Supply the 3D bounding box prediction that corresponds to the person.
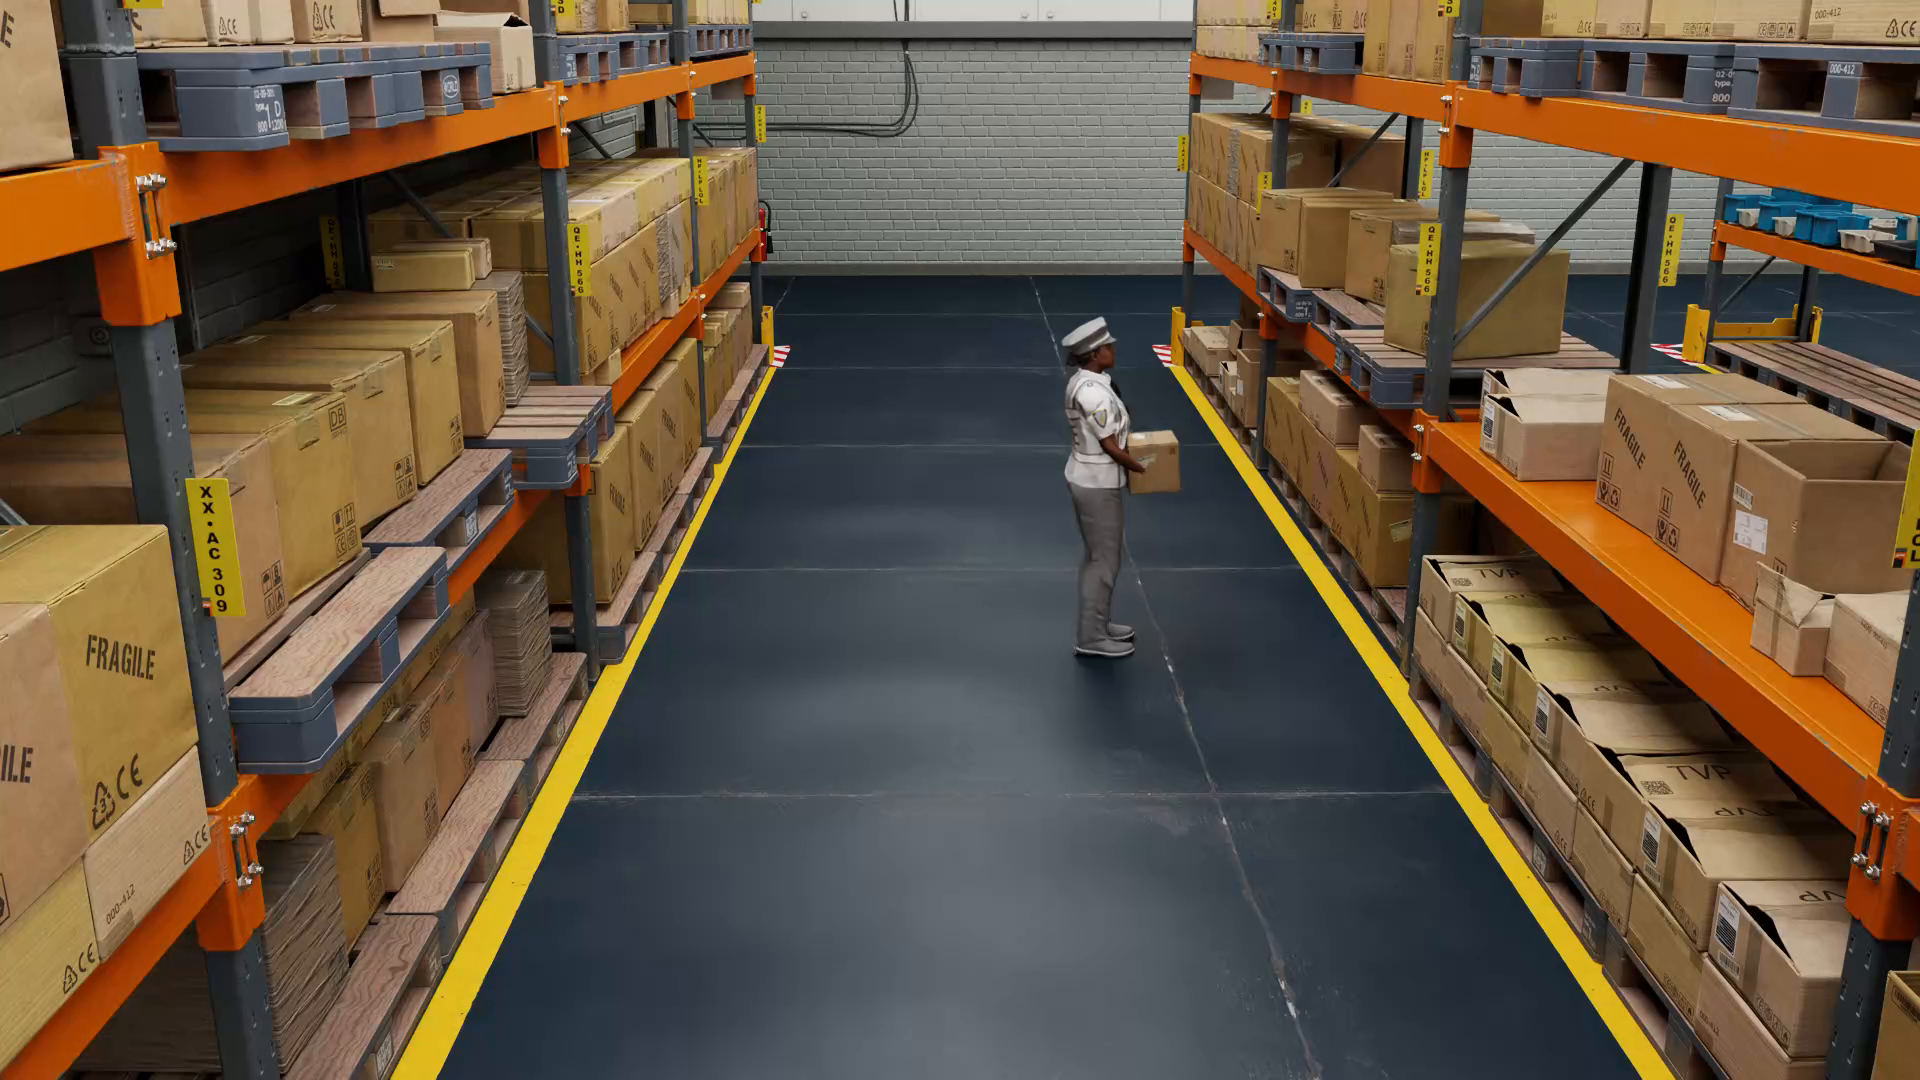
[{"bbox_3d":[0.765,-0.276,8.383,0.530,1.691,0.462,-1,17,-3],"label":"person"}]
